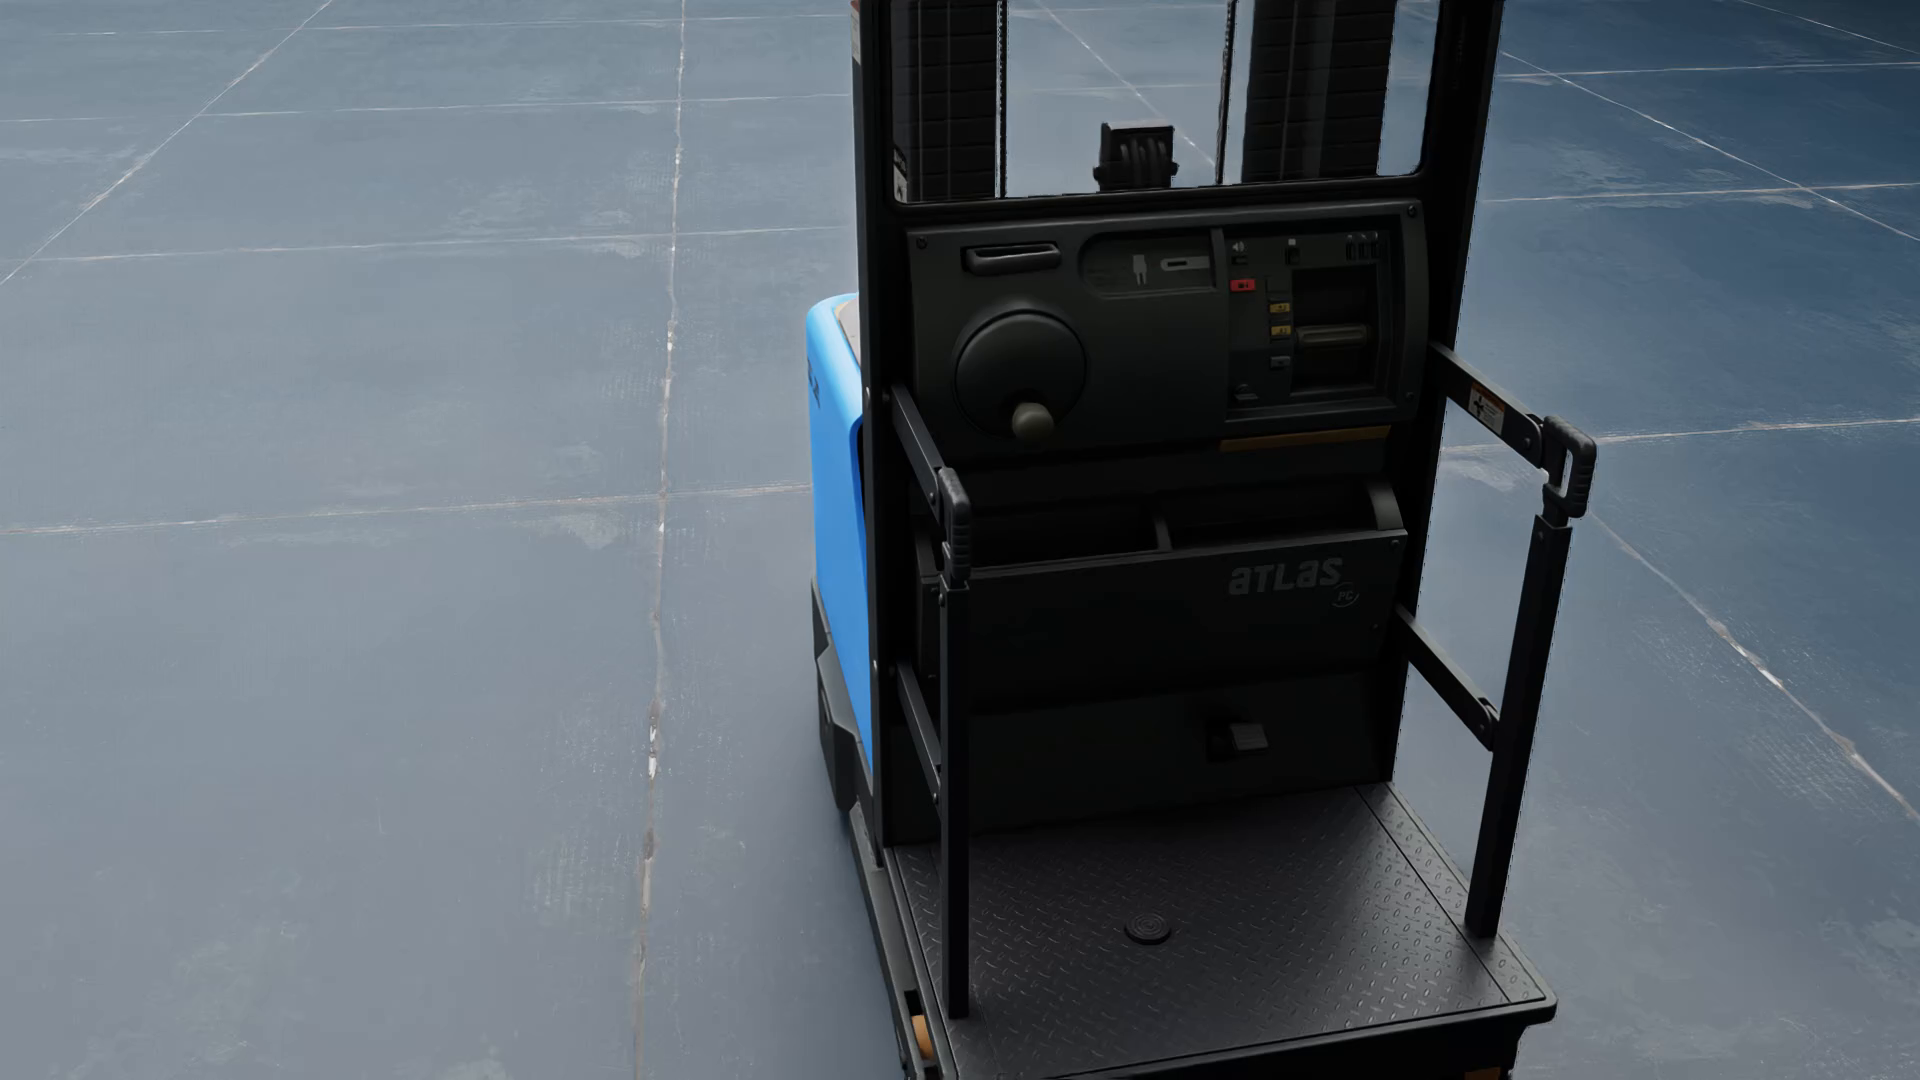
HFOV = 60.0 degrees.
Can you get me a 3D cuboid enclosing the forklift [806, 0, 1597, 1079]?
[{"bbox_3d":[0.419,-0.339,2.700,1.130,2.935,3.031,-6,28,-11],"label":"forklift"}]
